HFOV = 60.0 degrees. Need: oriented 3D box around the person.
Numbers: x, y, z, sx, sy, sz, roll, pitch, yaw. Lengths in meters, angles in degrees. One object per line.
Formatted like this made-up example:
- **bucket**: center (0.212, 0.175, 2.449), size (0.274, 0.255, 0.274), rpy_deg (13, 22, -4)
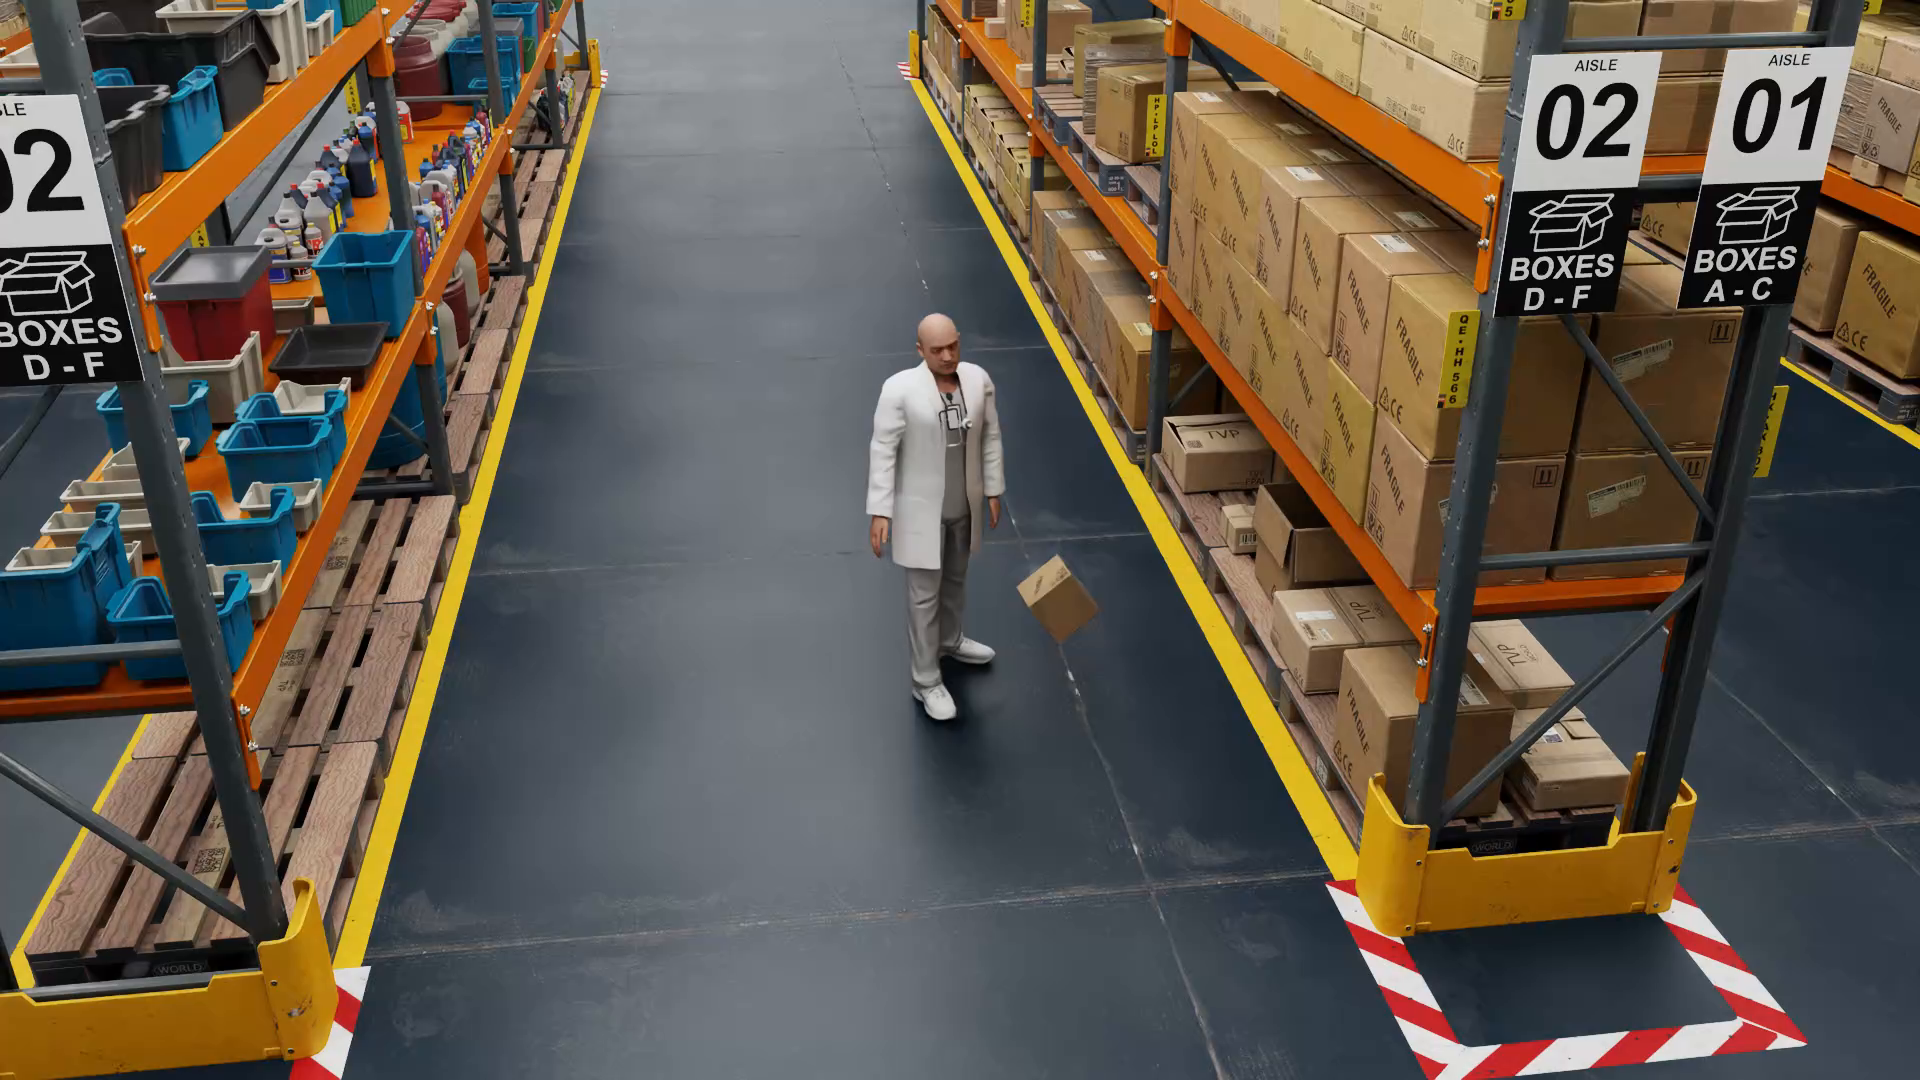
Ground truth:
- **person**: center (-0.079, -0.120, 7.326), size (0.711, 1.772, 0.667), rpy_deg (-16, 31, -29)
